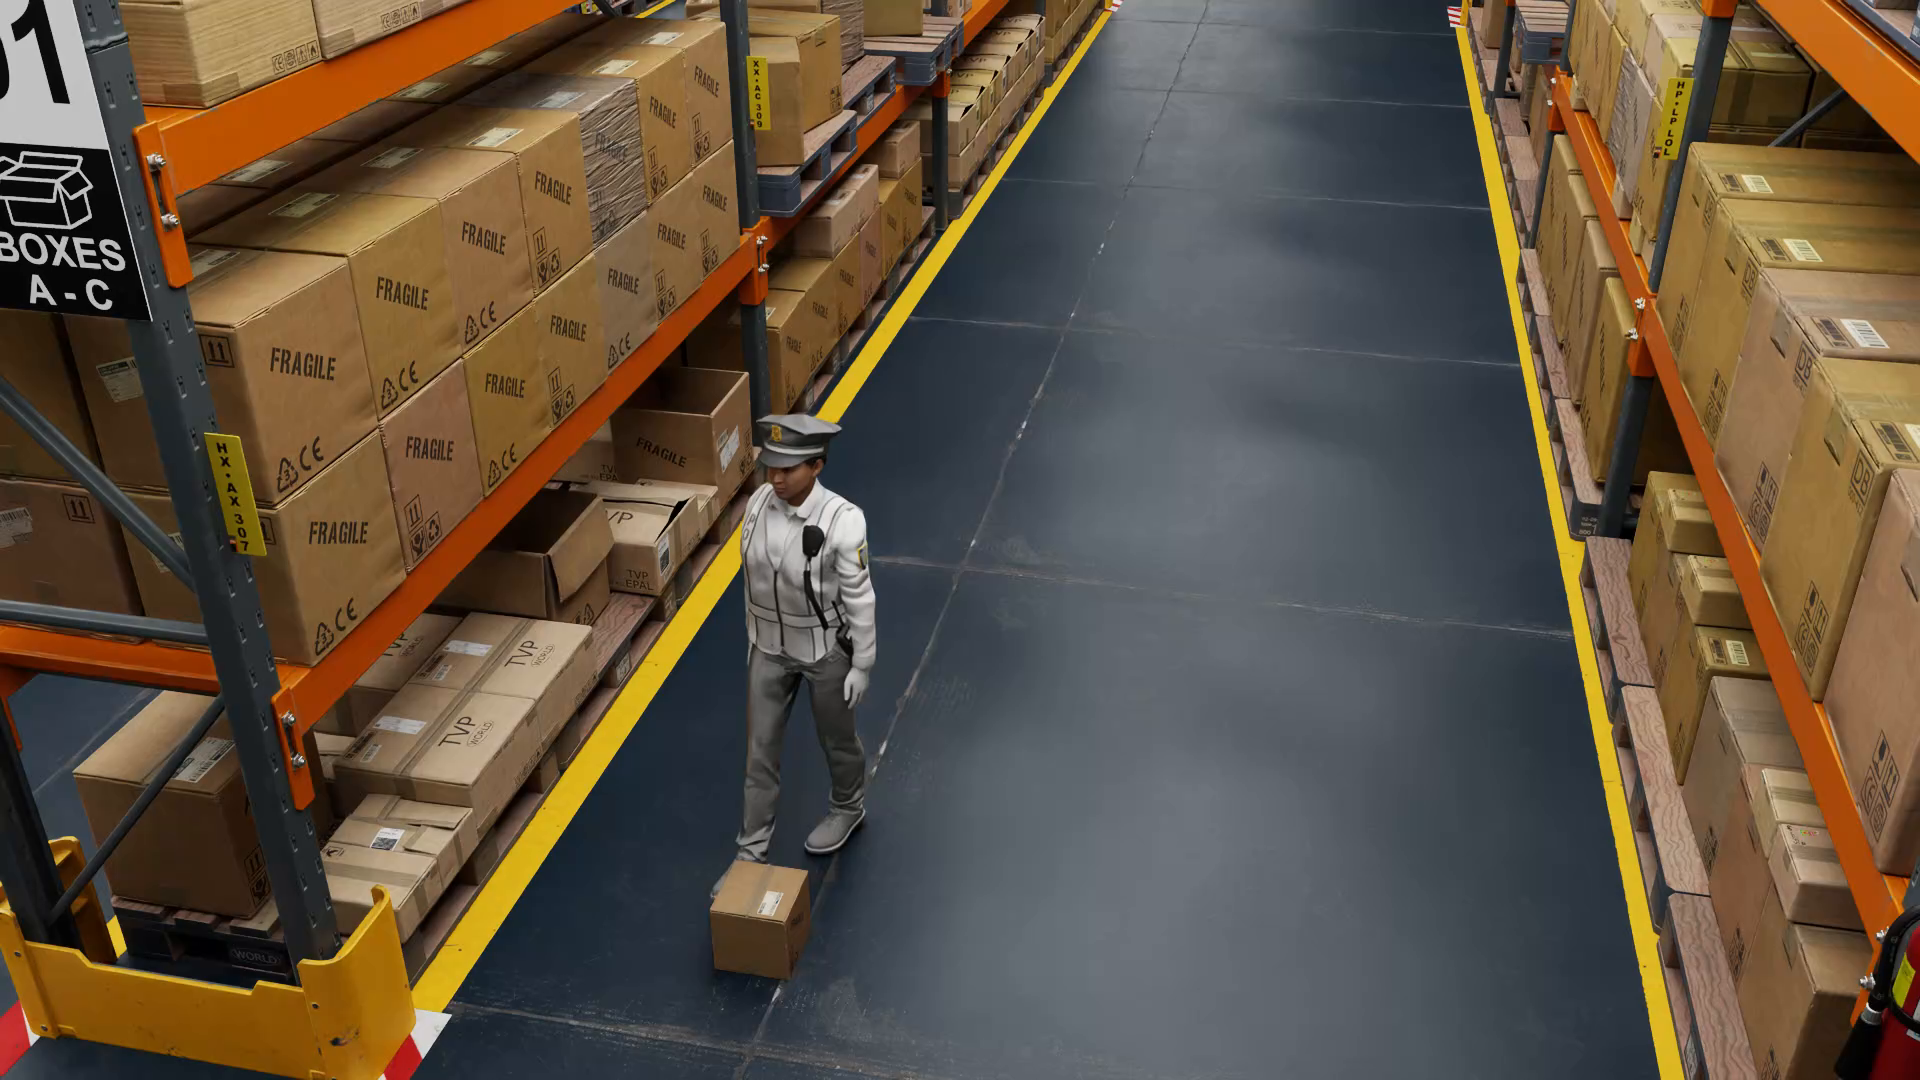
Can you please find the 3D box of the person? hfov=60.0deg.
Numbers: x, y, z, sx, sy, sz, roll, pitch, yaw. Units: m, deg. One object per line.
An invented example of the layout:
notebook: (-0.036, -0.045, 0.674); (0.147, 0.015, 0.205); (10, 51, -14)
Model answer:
person: (-0.552, 0.404, 5.365); (0.499, 1.671, 0.694); (12, 31, 21)
